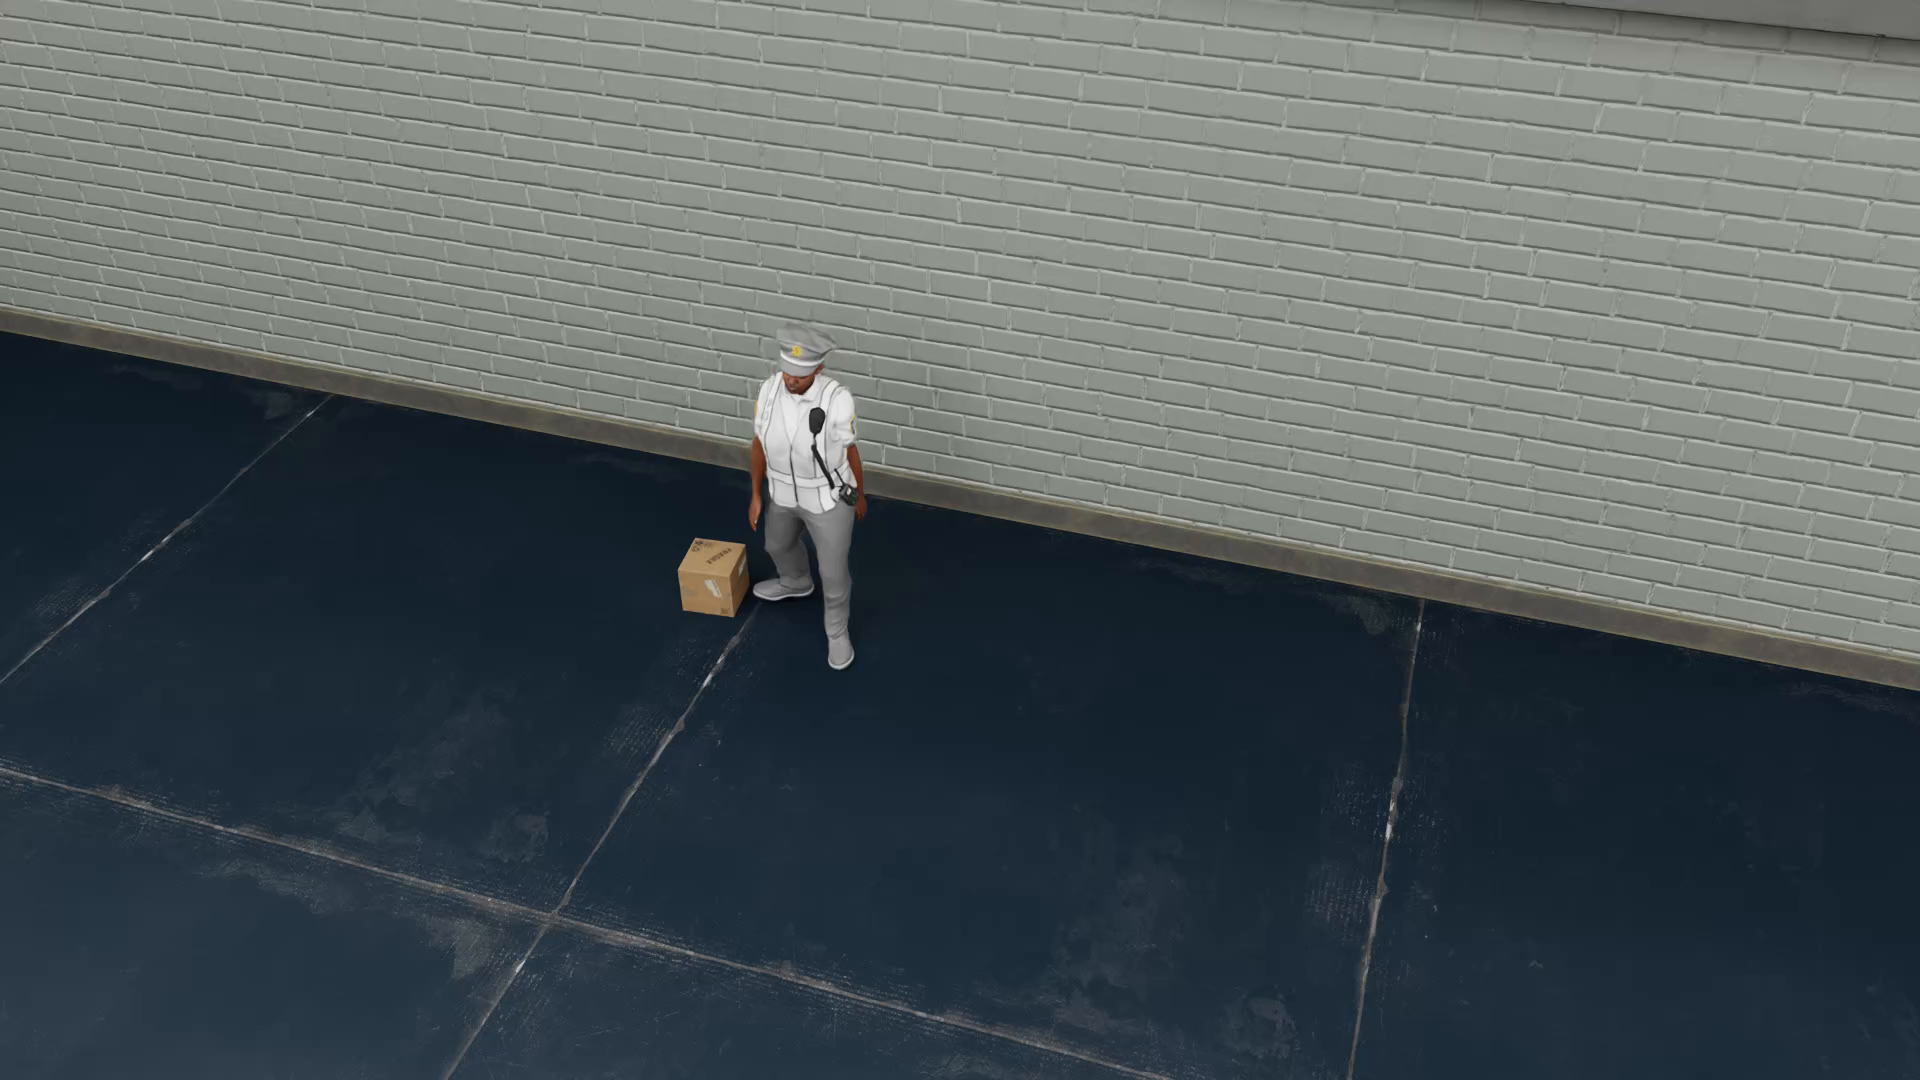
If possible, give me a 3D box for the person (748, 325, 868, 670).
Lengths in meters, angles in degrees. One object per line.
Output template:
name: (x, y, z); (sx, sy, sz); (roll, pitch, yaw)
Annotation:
person: (-0.716, -0.240, 7.198); (0.676, 1.670, 0.491); (15, 40, 18)
